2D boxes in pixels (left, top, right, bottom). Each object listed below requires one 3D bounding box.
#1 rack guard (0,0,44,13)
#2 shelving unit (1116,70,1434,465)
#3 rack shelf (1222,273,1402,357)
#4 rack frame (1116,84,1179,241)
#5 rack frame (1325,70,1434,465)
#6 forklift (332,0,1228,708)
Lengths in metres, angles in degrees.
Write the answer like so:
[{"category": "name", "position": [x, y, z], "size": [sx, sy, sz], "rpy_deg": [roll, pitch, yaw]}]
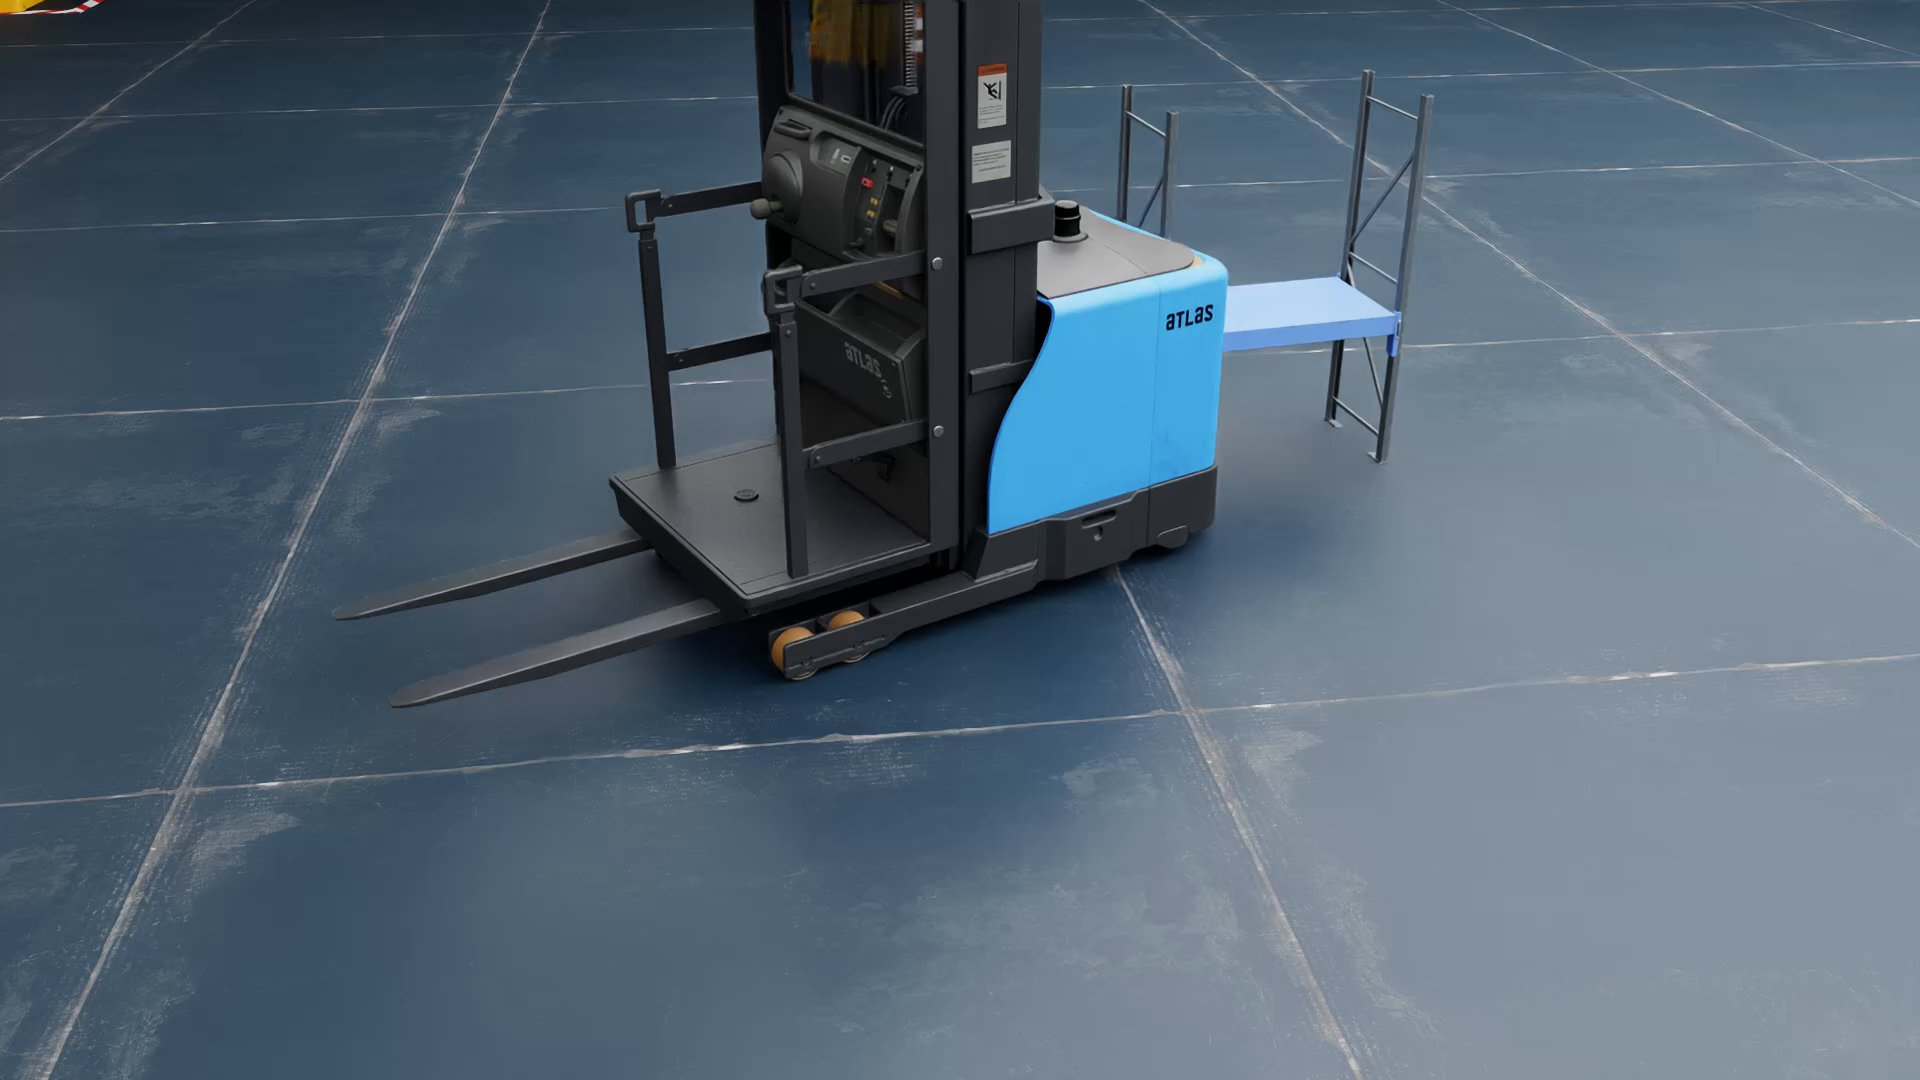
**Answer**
[{"category": "rack guard", "position": [-9.502, -5.673, 16.759], "size": [0.348, 0.500, 1.175], "rpy_deg": [-4, 27, -7]}, {"category": "shelving unit", "position": [1.190, -1.027, 6.608], "size": [1.048, 1.500, 0.538], "rpy_deg": [-7, 28, -14]}, {"category": "rack shelf", "position": [1.190, -0.867, 6.691], "size": [1.000, 0.185, 0.538], "rpy_deg": [-7, 28, -14]}, {"category": "rack frame", "position": [0.701, -0.964, 6.486], "size": [0.032, 1.500, 0.500], "rpy_deg": [-7, 28, -14]}, {"category": "rack frame", "position": [1.680, -1.089, 6.730], "size": [0.032, 1.500, 0.500], "rpy_deg": [-7, 28, -14]}, {"category": "forklift", "position": [-0.561, -1.128, 5.237], "size": [3.031, 2.935, 1.130], "rpy_deg": [-17, 32, -29]}]
